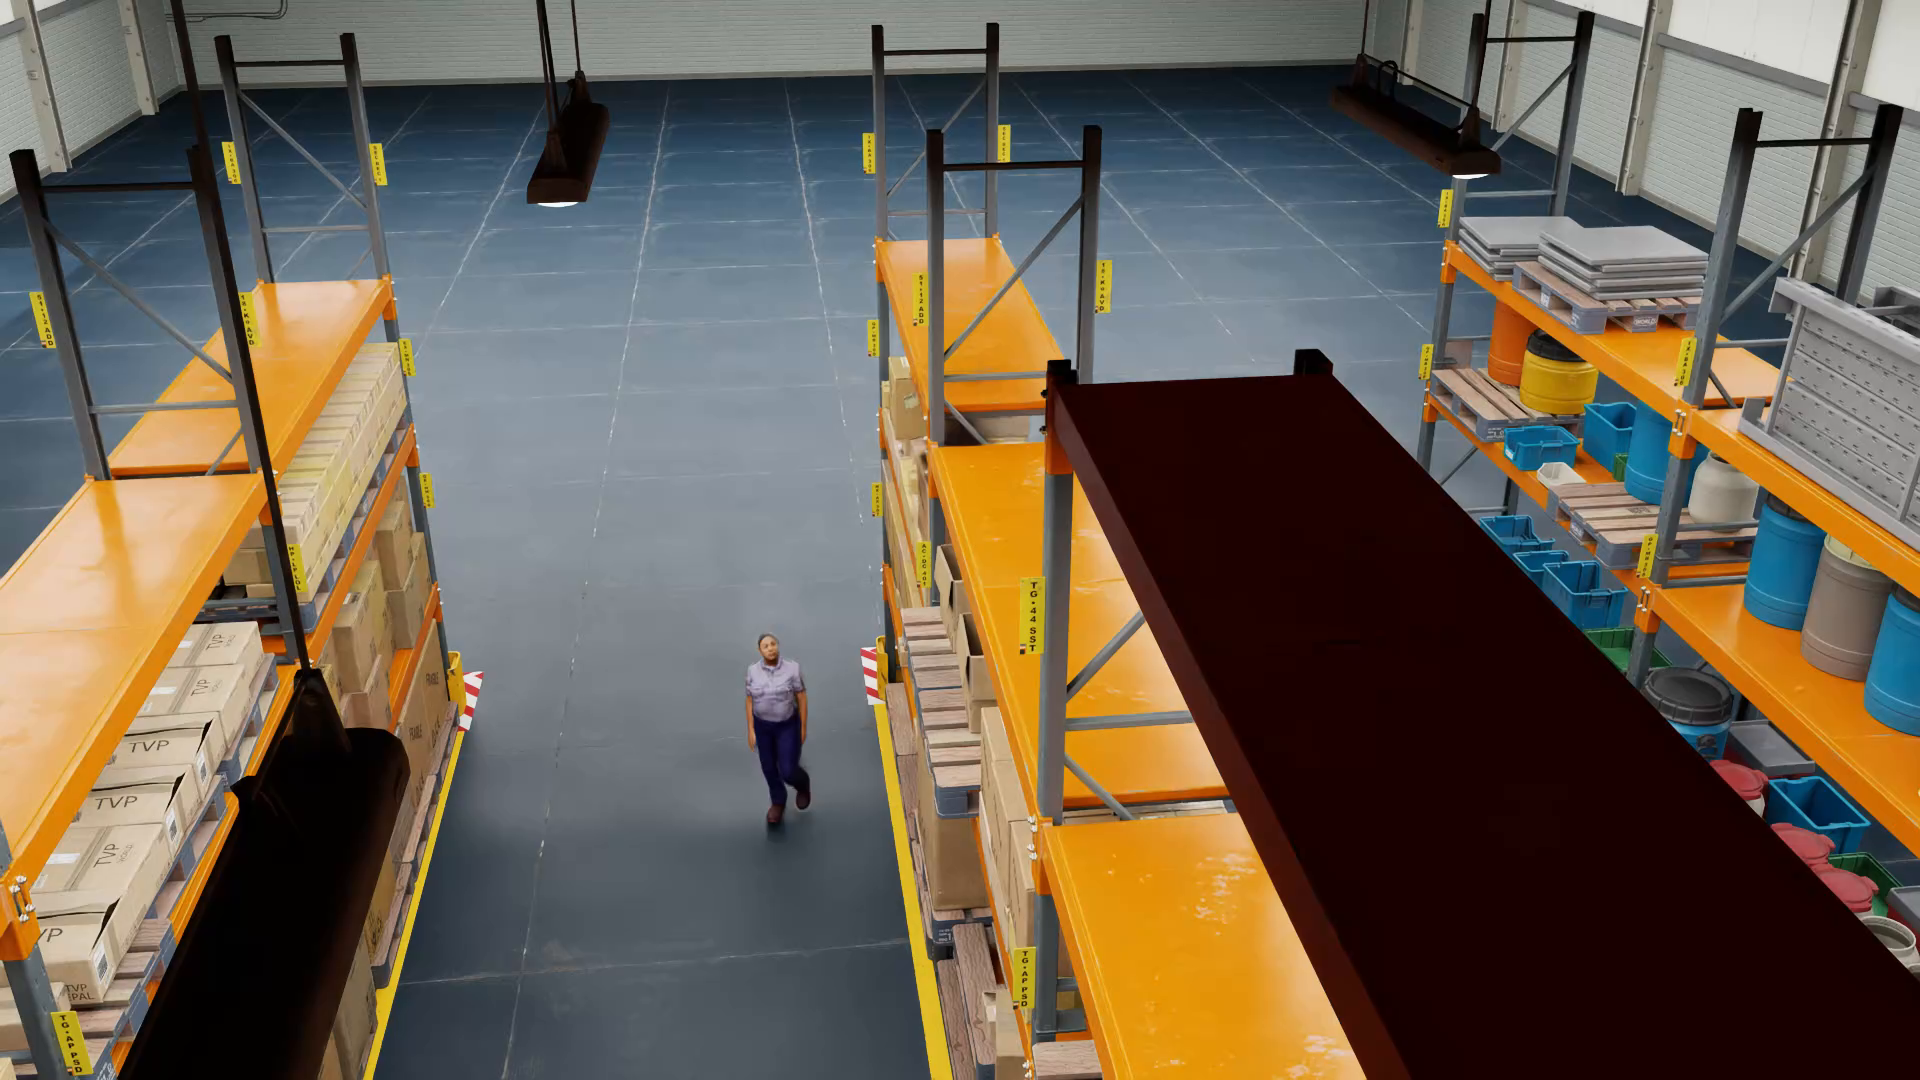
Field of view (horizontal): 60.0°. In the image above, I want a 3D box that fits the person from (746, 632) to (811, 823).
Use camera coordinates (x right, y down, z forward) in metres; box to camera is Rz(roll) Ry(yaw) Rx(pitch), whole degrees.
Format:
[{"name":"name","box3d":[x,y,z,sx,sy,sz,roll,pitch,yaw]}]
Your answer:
[{"name":"person","box3d":[-1.481,1.517,13.430,0.492,1.606,0.488,9,27,18]}]
